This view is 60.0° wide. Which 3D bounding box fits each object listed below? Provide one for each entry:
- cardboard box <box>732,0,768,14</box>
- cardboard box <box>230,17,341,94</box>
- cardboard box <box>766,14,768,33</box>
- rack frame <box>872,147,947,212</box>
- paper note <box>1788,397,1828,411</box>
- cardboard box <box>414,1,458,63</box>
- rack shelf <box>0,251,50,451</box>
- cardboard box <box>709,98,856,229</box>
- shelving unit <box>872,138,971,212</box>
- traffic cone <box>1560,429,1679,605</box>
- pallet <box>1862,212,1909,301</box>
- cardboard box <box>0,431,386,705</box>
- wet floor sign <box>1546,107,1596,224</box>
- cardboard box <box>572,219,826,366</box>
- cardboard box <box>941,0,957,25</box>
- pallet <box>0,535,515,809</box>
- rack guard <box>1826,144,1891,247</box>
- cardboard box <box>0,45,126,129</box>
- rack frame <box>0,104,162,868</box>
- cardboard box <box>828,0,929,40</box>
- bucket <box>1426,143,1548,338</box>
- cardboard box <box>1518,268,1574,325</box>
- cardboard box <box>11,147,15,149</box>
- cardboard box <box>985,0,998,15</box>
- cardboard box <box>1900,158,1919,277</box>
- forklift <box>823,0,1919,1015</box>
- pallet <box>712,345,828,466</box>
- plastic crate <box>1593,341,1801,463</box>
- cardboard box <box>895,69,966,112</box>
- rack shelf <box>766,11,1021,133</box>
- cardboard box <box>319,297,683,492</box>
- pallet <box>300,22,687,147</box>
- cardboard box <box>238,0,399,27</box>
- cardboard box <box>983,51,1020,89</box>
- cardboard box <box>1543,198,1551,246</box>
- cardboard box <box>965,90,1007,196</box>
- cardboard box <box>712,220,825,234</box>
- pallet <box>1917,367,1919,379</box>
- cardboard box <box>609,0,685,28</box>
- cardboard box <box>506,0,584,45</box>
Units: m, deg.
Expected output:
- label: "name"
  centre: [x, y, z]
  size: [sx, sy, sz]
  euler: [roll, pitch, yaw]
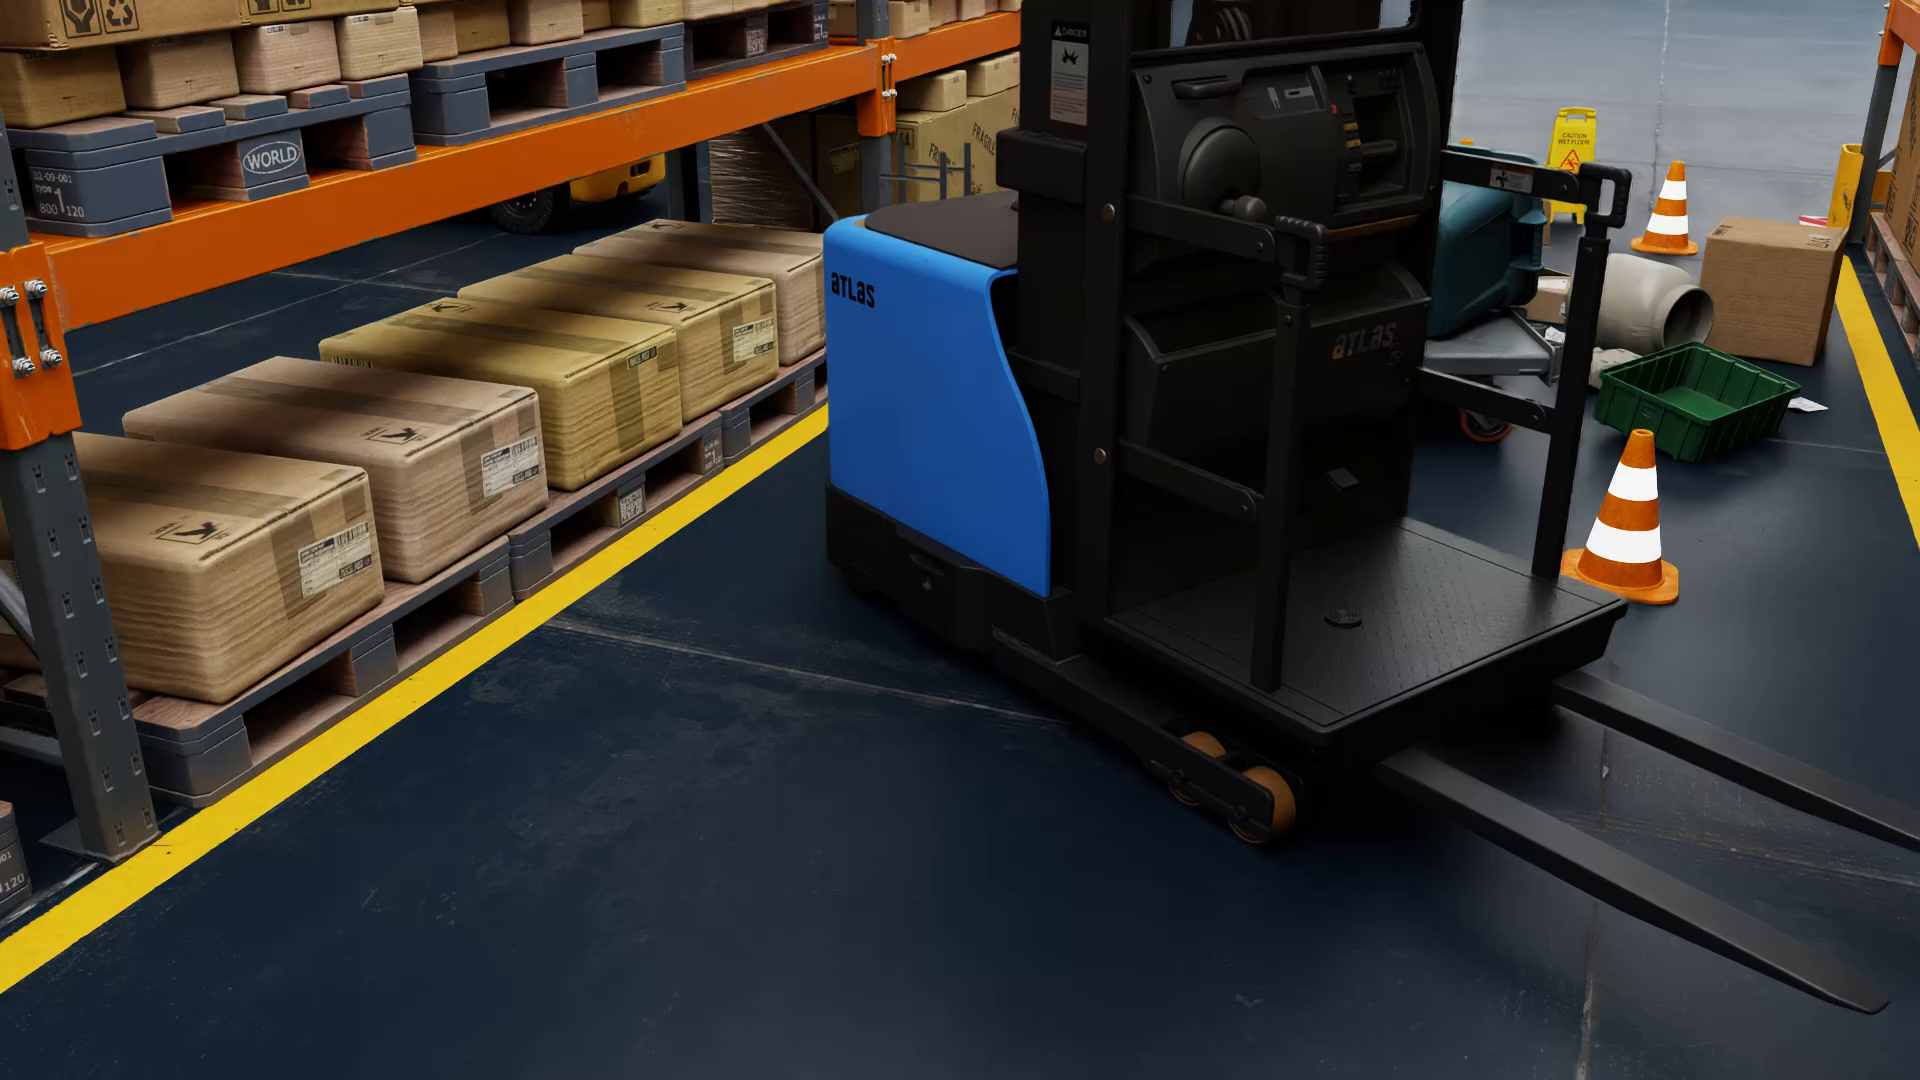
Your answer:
- label: "cardboard box"
  centre: [-0.876, -1.872, 5.620]
  size: [0.380, 0.149, 0.250]
  euler: [8, 24, 19]
- label: "cardboard box"
  centre: [-1.677, -1.131, 3.846]
  size: [0.380, 0.149, 0.250]
  euler: [7, 24, 17]
- label: "cardboard box"
  centre: [-0.928, -2.250, 7.070]
  size: [0.380, 0.149, 0.250]
  euler: [9, 24, 20]
- label: "rack frame"
  centre: [-0.150, -0.592, 5.110]
  size: [0.240, 1.200, 0.006]
  euler: [9, 24, 21]
- label: "paper note"
  centre: [3.278, -0.535, 6.490]
  size: [0.147, 0.020, 0.142]
  euler: [-7, 24, -17]
- label: "cardboard box"
  centre: [-1.538, -1.323, 4.308]
  size: [0.380, 0.149, 0.250]
  euler: [10, 25, 23]
- label: "rack shelf"
  centre: [-2.993, 0.272, 1.640]
  size: [1.077, 0.370, 4.000]
  euler: [9, 24, 20]
- label: "cardboard box"
  centre: [-0.794, -1.728, 7.545]
  size: [0.500, 0.500, 0.500]
  euler: [8, 24, 19]
- label: "shelving unit"
  centre: [-0.114, -0.624, 5.187]
  size: [0.258, 1.200, 0.189]
  euler: [9, 24, 21]
- label: "traffic cone"
  centre: [1.968, -0.100, 4.889]
  size: [0.336, 0.463, 0.334]
  euler: [9, 24, 20]
- label: "pallet"
  centre: [5.130, -1.382, 8.284]
  size: [1.003, 0.211, 1.213]
  euler: [9, 24, 20]
- label: "cardboard box"
  centre: [-2.031, 0.043, 4.121]
  size: [0.950, 0.372, 0.625]
  euler: [7, 24, 16]
- label: "wet floor sign"
  centre: [3.527, -2.173, 9.615]
  size: [0.267, 0.644, 0.232]
  euler: [5, 23, 11]
- label: "cardboard box"
  centre: [-0.957, -1.000, 6.617]
  size: [0.950, 0.372, 0.625]
  euler: [9, 24, 21]
- label: "cardboard box"
  centre: [-0.234, -2.355, 7.322]
  size: [0.380, 0.149, 0.250]
  euler: [9, 24, 20]
- label: "pallet"
  centre: [-1.959, 0.232, 4.421]
  size: [1.003, 0.211, 1.213]
  euler: [9, 24, 20]
- label: "rack guard"
  centre: [5.363, -1.821, 8.961]
  size: [1.175, 0.500, 0.348]
  euler: [9, 24, 20]
- label: "cardboard box"
  centre: [-1.957, -0.943, 3.397]
  size: [0.380, 0.149, 0.250]
  euler: [7, 24, 17]
- label: "rack frame"
  centre: [-2.251, -0.775, 3.215]
  size: [1.000, 3.000, 0.127]
  euler: [9, 24, 20]
- label: "cardboard box"
  centre: [-0.350, -2.158, 6.850]
  size: [0.380, 0.149, 0.250]
  euler: [9, 24, 20]
- label: "bucket"
  centre: [1.779, -1.104, 6.276]
  size: [0.726, 0.611, 0.620]
  euler: [19, 39, 38]
- label: "cardboard box"
  centre: [2.797, -1.151, 7.662]
  size: [0.396, 0.266, 0.258]
  euler: [13, 26, 29]
- label: "cardboard box"
  centre: [-4.908, -2.201, 9.001]
  size: [0.500, 0.250, 0.500]
  euler: [9, 24, 20]
- label: "cardboard box"
  centre: [-0.040, -2.538, 7.761]
  size: [0.380, 0.149, 0.250]
  euler: [9, 24, 20]
- label: "cardboard box"
  centre: [4.839, -1.612, 7.429]
  size: [0.875, 0.875, 0.875]
  euler: [8, 24, 19]
- label: "forklift"
  centre: [0.889, -0.900, 3.602]
  size: [1.130, 2.935, 3.031]
  euler: [-16, 28, -33]
- label: "pallet"
  centre: [-1.053, -0.641, 6.511]
  size: [1.003, 0.211, 1.213]
  euler: [9, 24, 20]
- label: "plastic crate"
  centre: [2.717, -0.513, 6.160]
  size: [0.662, 0.188, 0.450]
  euler: [-17, 38, -35]
- label: "cardboard box"
  centre: [-0.193, -1.986, 7.320]
  size: [0.380, 0.149, 0.250]
  euler: [9, 24, 21]
- label: "rack shelf"
  centre: [-0.022, -2.591, 8.493]
  size: [1.077, 0.370, 4.000]
  euler: [9, 24, 20]
- label: "cardboard box"
  centre: [-1.478, -0.493, 5.403]
  size: [0.950, 0.372, 0.625]
  euler: [10, 25, 22]
- label: "pallet"
  centre: [-1.553, -1.401, 4.961]
  size: [1.003, 0.211, 1.213]
  euler: [9, 24, 20]
- label: "cardboard box"
  centre: [-1.682, -1.468, 3.812]
  size: [0.500, 0.500, 0.500]
  euler: [10, 25, 23]
- label: "cardboard box"
  centre: [0.094, -2.267, 7.993]
  size: [0.380, 0.149, 0.250]
  euler: [10, 25, 23]
- label: "cardboard box"
  centre: [2.419, -1.495, 8.177]
  size: [0.797, 0.503, 0.637]
  euler: [-7, 24, -17]
- label: "cardboard box"
  centre: [-0.107, -1.844, 7.822]
  size: [0.500, 0.500, 0.500]
  euler: [10, 25, 22]
- label: "cardboard box"
  centre: [-0.795, -1.382, 7.689]
  size: [0.500, 0.250, 0.500]
  euler: [10, 25, 22]
- label: "pallet"
  centre: [4.224, -0.508, 6.193]
  size: [1.003, 0.211, 1.213]
  euler: [9, 24, 20]
- label: "cardboard box"
  centre: [-1.092, -1.698, 5.204]
  size: [0.380, 0.149, 0.250]
  euler: [9, 24, 20]
- label: "cardboard box"
  centre: [-1.312, -1.514, 4.765]
  size: [0.380, 0.149, 0.250]
  euler: [10, 25, 22]
